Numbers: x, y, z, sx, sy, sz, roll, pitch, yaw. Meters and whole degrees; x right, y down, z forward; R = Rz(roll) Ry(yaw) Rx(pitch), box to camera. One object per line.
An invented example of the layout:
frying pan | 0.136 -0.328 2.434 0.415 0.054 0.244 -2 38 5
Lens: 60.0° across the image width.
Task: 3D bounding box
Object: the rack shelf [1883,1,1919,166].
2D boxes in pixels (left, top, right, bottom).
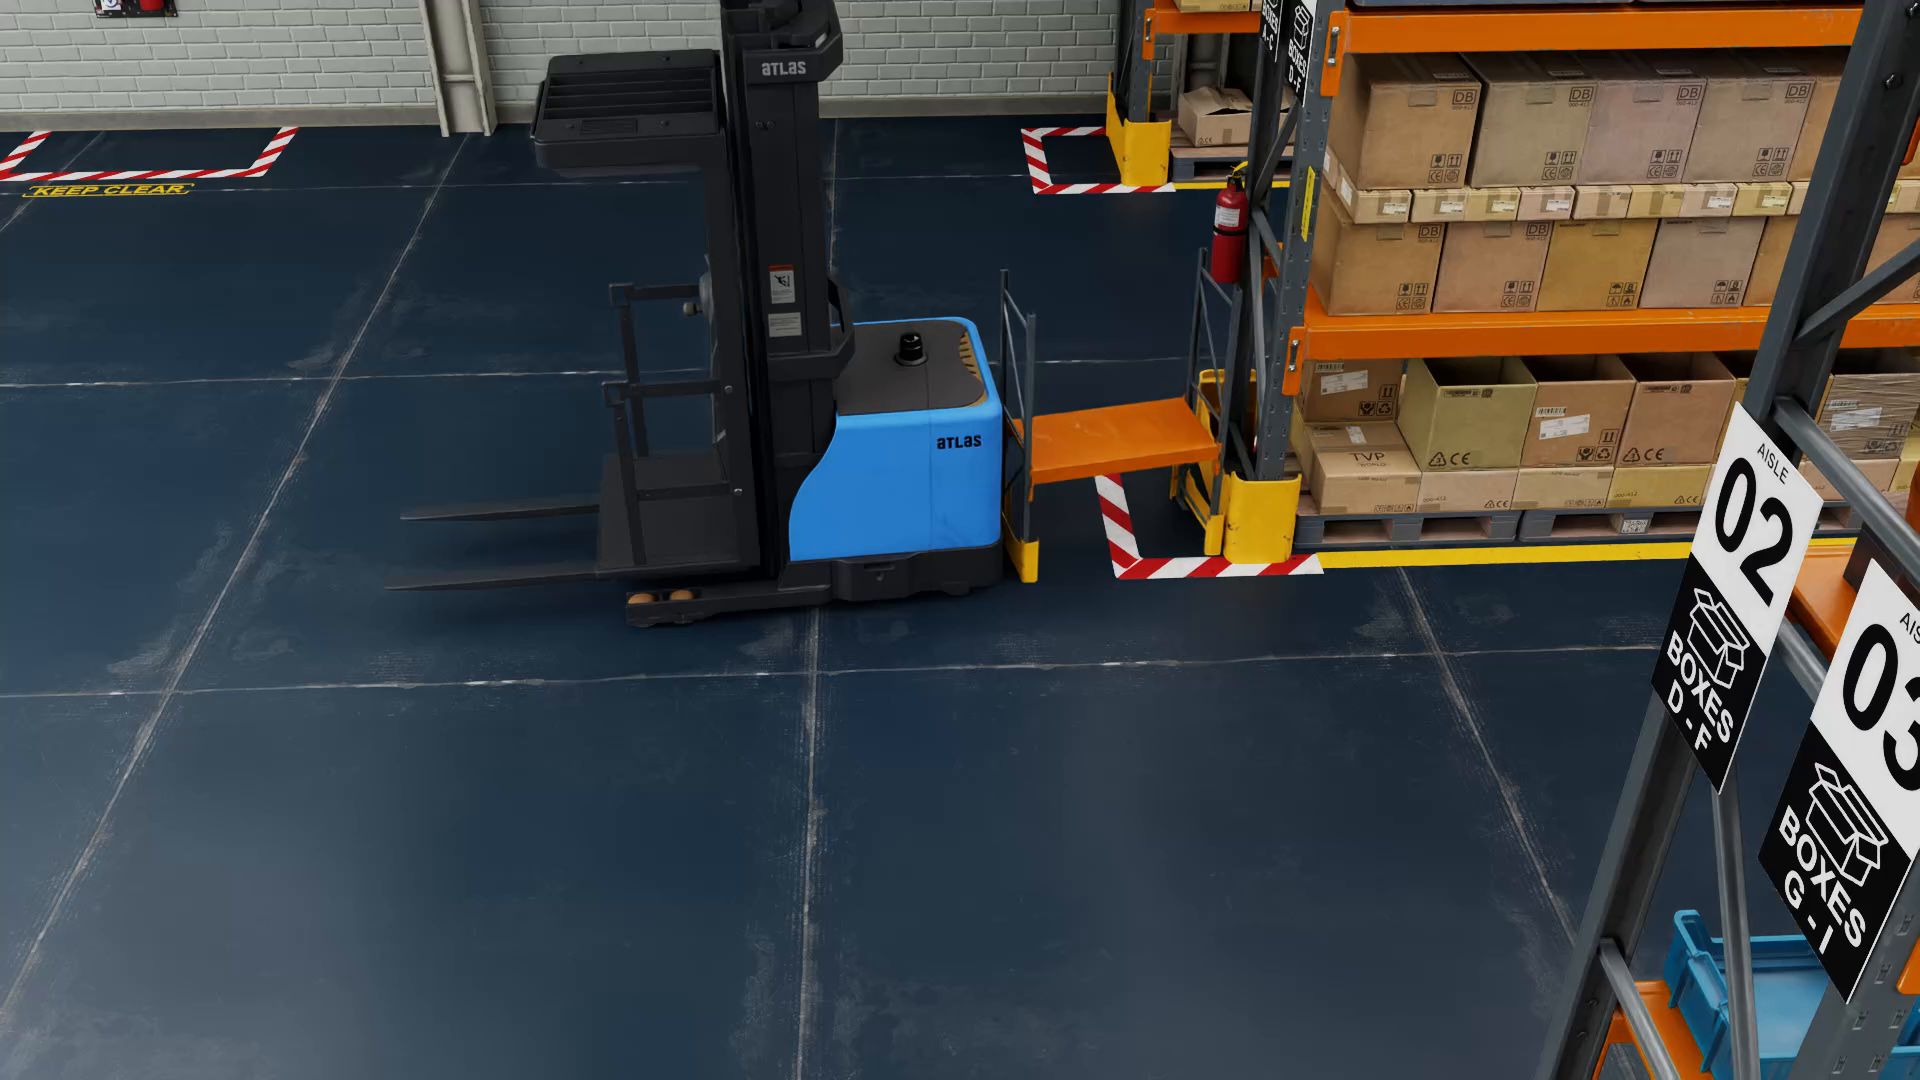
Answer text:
rack shelf | 3.779 -0.689 2.858 4.000 0.370 1.077 -2 35 -2

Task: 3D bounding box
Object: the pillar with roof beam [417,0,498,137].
pillar with roof beam | -3.819 -4.629 7.567 0.400 9.000 9.100 -2 35 -2

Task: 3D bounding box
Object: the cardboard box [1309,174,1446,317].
cardboard box | 2.017 -1.491 8.217 0.500 0.500 0.700 -2 35 -2

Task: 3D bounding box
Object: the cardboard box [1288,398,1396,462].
cardboard box | 2.072 -0.669 9.164 0.500 0.250 0.500 -2 35 -2

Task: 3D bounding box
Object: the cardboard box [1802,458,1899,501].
cardboard box | 4.593 -0.450 8.847 0.500 0.250 0.500 -2 35 -2

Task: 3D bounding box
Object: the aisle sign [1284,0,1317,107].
aisle sign | 1.499 -2.338 7.244 0.004 0.787 0.394 -2 35 -2

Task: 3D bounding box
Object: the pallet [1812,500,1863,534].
pallet | 4.749 -0.408 9.190 1.213 0.211 1.003 -2 35 -2

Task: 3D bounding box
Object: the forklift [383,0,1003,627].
forklift | -1.345 -1.098 7.797 3.031 2.935 1.130 -5 35 -7

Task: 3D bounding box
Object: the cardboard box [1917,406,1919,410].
cardboard box | 5.068 -0.754 9.287 0.500 0.250 0.500 -2 35 -2

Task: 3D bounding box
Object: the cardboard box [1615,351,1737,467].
cardboard box | 3.595 -0.722 8.581 0.500 0.500 0.500 -2 35 -2

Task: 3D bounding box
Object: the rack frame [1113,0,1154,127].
rack frame | 1.312 -4.260 12.306 0.127 3.000 1.000 -2 35 -2

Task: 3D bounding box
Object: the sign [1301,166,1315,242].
sign | 1.570 -1.517 7.512 0.005 0.325 0.100 -2 35 -2

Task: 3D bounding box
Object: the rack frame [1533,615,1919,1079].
rack frame | 1.781 1.371 4.169 0.127 3.000 1.000 -2 35 -2

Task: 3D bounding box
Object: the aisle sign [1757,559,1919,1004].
aisle sign | 1.723 0.471 3.186 0.004 0.787 0.394 -2 35 -2

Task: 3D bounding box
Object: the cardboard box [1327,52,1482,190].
cardboard box | 2.070 -2.026 7.850 0.500 0.500 0.700 -1 35 -2

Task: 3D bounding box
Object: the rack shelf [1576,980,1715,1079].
rack shelf | 3.779 1.613 4.451 4.000 0.370 1.077 -2 35 -2

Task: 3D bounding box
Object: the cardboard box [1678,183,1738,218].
cardboard box | 3.488 -1.681 7.922 0.250 0.149 0.380 -1 35 -2

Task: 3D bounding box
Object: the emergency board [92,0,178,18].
emergency board | -6.493 -4.564 12.745 0.643 1.169 0.194 -2 35 -2

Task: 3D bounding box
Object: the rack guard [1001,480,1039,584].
rack guard | 0.289 -0.046 8.629 0.087 0.250 0.587 -8 36 -12

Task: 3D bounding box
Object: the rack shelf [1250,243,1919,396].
rack shelf | 3.548 -1.202 8.520 4.000 0.370 1.077 -2 35 -2

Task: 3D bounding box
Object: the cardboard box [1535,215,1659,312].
cardboard box | 3.038 -1.518 8.256 0.500 0.500 0.700 -1 35 -2

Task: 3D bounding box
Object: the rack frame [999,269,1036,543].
rack frame | 0.272 -0.554 8.265 0.032 1.500 0.500 -8 36 -12

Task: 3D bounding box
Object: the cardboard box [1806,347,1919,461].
cardboard box | 4.593 -0.759 8.635 0.500 0.500 0.500 -2 35 -2

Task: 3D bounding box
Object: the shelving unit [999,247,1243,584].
shelving unit | 0.773 -0.626 8.368 1.083 1.500 0.587 -8 36 -12

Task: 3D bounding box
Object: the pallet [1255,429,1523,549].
pallet | 2.312 -0.342 9.095 1.213 0.211 1.003 -2 35 -2

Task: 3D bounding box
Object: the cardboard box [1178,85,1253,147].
cardboard box | 2.007 -3.303 12.899 0.500 0.311 0.500 -5 35 -8

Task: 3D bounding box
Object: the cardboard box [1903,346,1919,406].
cardboard box | 5.068 -1.068 9.082 0.500 0.500 0.500 -2 35 -2

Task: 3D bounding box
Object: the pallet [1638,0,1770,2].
pallet | 3.479 -2.680 7.465 1.213 0.211 1.003 -2 35 -2

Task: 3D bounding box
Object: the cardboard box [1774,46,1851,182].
cardboard box | 4.098 -2.084 7.933 0.500 0.500 0.700 -2 35 -2

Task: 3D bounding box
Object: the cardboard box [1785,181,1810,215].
cardboard box | 4.016 -1.698 7.945 0.250 0.149 0.380 -1 35 -1

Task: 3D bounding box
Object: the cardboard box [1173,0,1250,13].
cardboard box | 1.814 -4.039 12.101 0.500 0.250 0.500 -3 35 -4

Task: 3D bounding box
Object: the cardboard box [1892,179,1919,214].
cardboard box | 4.513 -1.709 7.962 0.250 0.149 0.380 -2 35 -2

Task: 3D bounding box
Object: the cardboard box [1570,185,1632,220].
cardboard box | 2.983 -1.669 7.904 0.250 0.149 0.380 -3 35 -4

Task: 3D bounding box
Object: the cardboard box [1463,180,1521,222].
cardboard box | 2.465 -1.655 7.884 0.250 0.149 0.380 -1 35 -2

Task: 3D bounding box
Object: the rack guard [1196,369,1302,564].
rack guard | 1.526 -0.416 8.948 0.348 0.500 1.175 -2 35 -2

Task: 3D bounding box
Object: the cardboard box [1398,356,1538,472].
cardboard box | 2.596 -0.697 8.546 0.500 0.500 0.500 -2 35 -2

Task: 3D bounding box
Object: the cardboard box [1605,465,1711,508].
cardboard box | 3.595 -0.414 8.796 0.500 0.250 0.500 -2 35 -2

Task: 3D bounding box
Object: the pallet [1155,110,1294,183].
pallet | 2.201 -3.117 13.105 1.213 0.211 1.003 -2 35 -2

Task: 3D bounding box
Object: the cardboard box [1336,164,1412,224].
cardboard box | 1.952 -1.640 7.863 0.250 0.149 0.380 -2 35 -3

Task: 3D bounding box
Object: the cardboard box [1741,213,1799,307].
cardboard box | 4.075 -1.549 8.300 0.500 0.500 0.700 -1 35 -2

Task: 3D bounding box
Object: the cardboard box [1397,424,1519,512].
cardboard box | 2.596 -0.390 8.761 0.500 0.250 0.500 -2 35 -2

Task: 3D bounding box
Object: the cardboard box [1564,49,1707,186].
cardboard box | 3.098 -2.057 7.895 0.500 0.500 0.700 -1 35 -2
